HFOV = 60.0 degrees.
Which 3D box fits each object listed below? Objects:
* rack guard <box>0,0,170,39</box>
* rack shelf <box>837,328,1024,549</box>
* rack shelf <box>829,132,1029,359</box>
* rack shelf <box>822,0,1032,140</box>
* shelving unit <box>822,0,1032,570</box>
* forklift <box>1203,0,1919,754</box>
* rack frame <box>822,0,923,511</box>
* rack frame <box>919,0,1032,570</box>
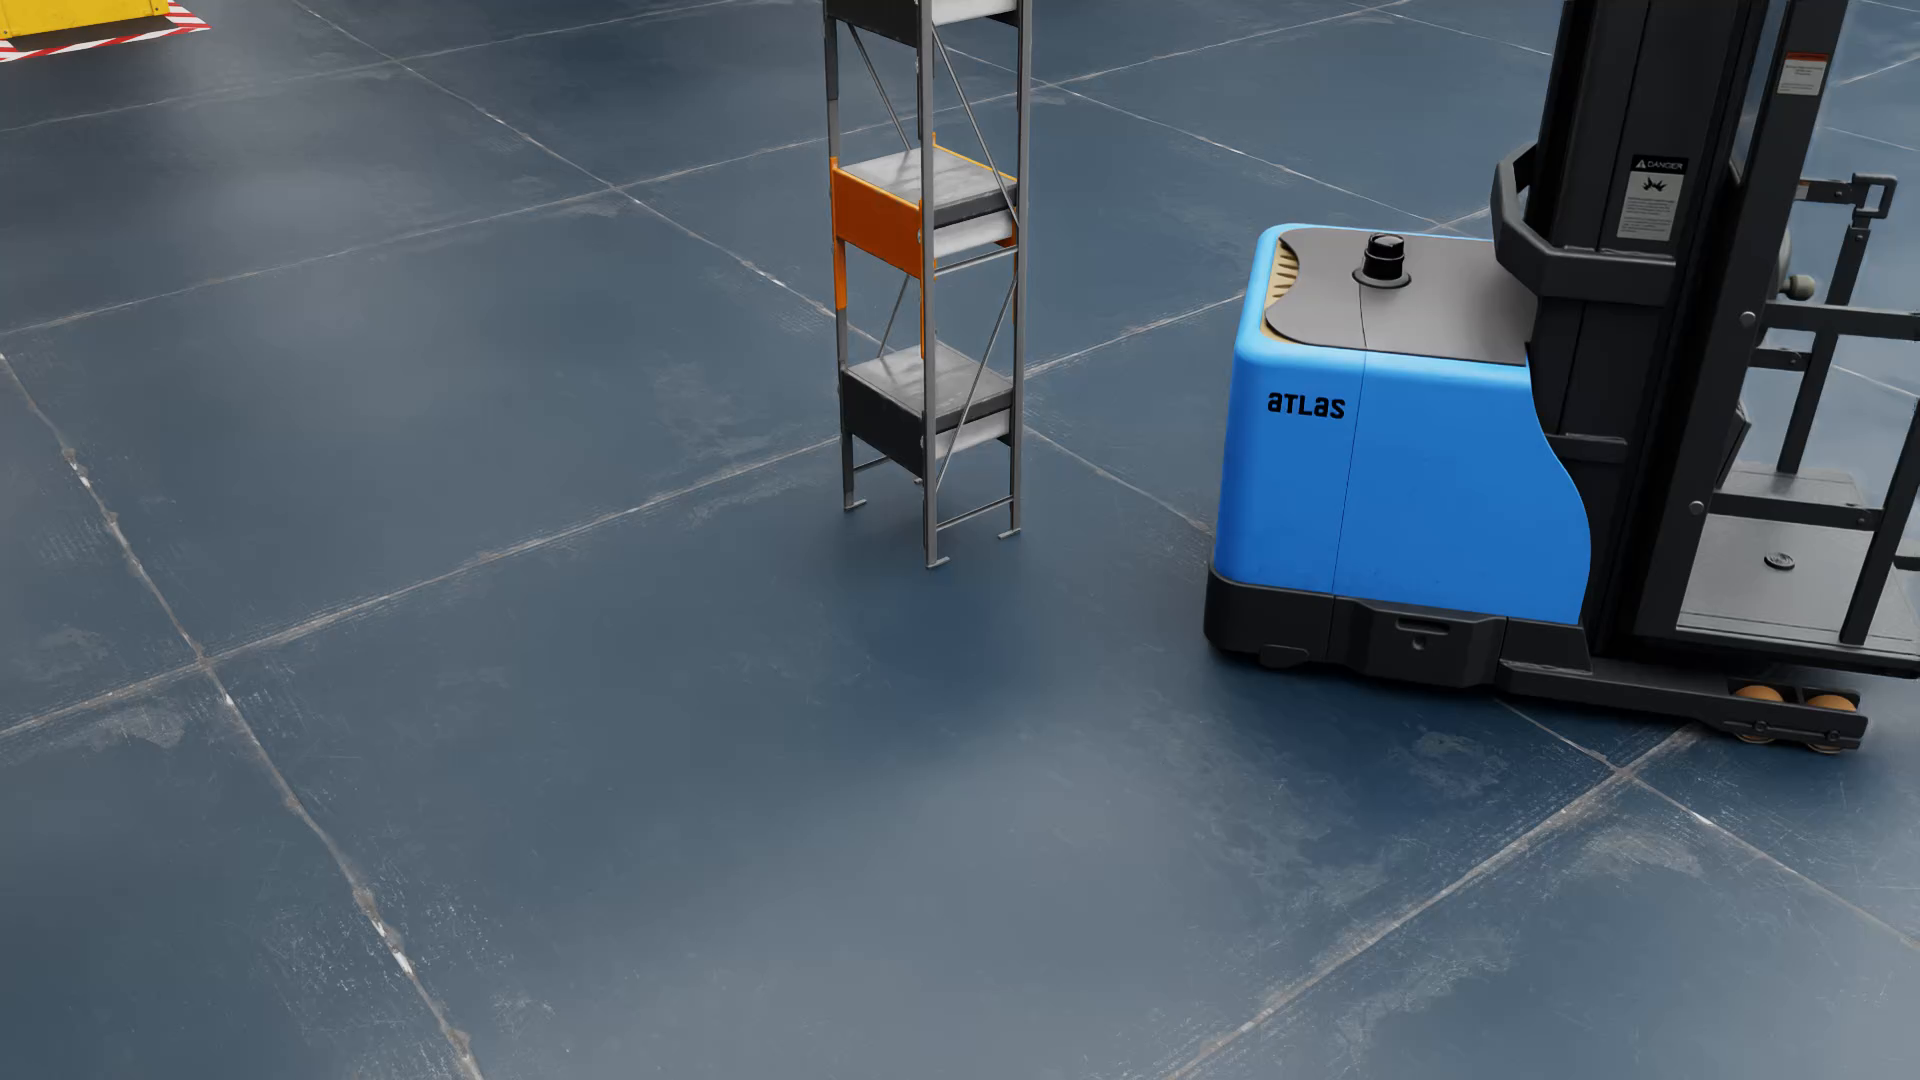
[{"bbox_3d":[-6.129,-3.817,11.421,1.175,0.500,0.348,-22,38,-31],"label":"rack guard"},{"bbox_3d":[-0.102,-0.355,5.684,0.431,0.518,0.480,-22,38,-31],"label":"rack shelf"},{"bbox_3d":[-0.101,-0.949,5.314,0.431,0.518,0.480,-22,38,-31],"label":"rack shelf"},{"bbox_3d":[-0.101,-1.544,4.945,0.431,0.518,0.480,-22,38,-31],"label":"rack shelf"},{"bbox_3d":[-0.101,-0.961,5.307,0.431,2.100,0.503,-22,38,-31],"label":"shelving unit"},{"bbox_3d":[2.328,-0.943,4.491,3.031,2.935,1.130,7,33,11],"label":"forklift"},{"bbox_3d":[-0.251,-1.063,5.471,0.400,2.100,0.015,-22,38,-31],"label":"rack frame"},{"bbox_3d":[0.048,-0.859,5.143,0.400,2.100,0.015,-22,38,-31],"label":"rack frame"}]
